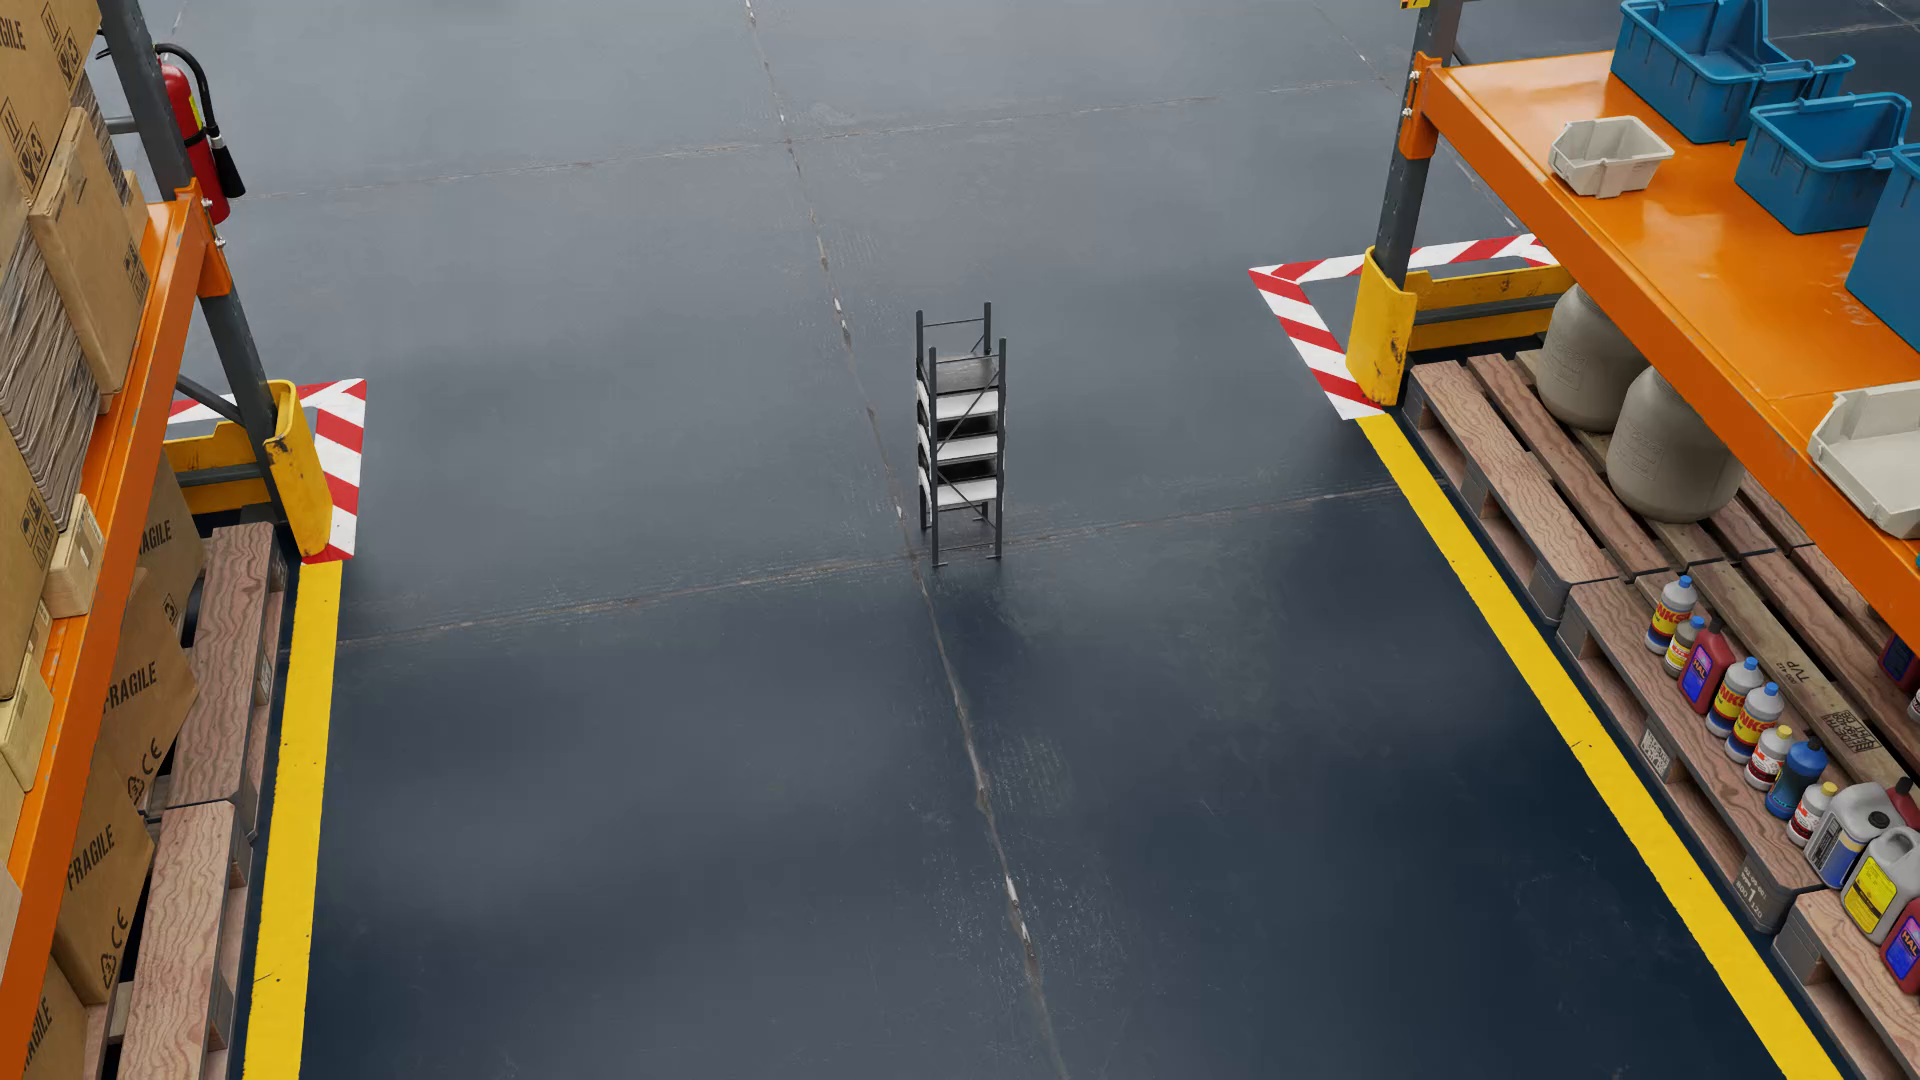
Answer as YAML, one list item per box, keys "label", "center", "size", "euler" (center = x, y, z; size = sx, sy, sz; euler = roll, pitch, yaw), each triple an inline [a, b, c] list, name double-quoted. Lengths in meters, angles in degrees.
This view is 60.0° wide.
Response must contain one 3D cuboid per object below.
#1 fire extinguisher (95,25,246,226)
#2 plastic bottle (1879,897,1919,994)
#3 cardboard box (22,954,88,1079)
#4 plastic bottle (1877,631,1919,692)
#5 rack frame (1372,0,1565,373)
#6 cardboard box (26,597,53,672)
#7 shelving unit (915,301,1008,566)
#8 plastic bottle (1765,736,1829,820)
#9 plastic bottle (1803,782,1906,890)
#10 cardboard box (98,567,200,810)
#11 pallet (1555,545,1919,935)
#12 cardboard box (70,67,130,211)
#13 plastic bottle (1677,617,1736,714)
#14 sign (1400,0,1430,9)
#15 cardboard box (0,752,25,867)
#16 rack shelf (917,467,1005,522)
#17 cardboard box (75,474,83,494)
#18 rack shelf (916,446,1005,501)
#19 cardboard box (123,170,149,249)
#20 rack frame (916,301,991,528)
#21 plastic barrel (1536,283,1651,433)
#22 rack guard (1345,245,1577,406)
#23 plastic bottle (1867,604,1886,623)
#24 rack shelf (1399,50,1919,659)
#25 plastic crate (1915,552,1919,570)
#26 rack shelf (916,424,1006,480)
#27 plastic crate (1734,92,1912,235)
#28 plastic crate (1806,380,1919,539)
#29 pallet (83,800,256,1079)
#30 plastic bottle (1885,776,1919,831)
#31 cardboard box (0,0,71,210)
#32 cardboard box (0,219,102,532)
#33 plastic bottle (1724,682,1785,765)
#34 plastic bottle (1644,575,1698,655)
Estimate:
- label: "fire extinguisher"
  center: [-2.365, -1.262, 4.971]
  size: [0.296, 0.674, 0.183]
  euler: [-8, 42, -9]
- label: "plastic bottle"
  center: [2.372, 0.983, 4.097]
  size: [0.061, 0.283, 0.133]
  euler: [-6, 42, -6]
- label: "cardboard box"
  center: [-2.316, 1.193, 3.713]
  size: [0.500, 0.500, 0.500]
  euler: [-12, 43, -13]
- label: "plastic bottle"
  center: [2.794, 0.301, 4.866]
  size: [0.061, 0.283, 0.133]
  euler: [-8, 42, -9]
- label: "rack frame"
  center: [2.046, -1.861, 5.586]
  size: [1.000, 3.000, 0.127]
  euler: [-8, 42, -9]
- label: "cardboard box"
  center: [-2.115, 0.228, 3.423]
  size: [0.380, 0.149, 0.250]
  euler: [-8, 42, -9]
- label: "shelving unit"
  center: [0.002, -0.331, 5.445]
  size: [0.258, 0.900, 0.210]
  euler: [-8, 42, -9]
- label: "plastic bottle"
  center: [2.272, 0.634, 4.501]
  size: [0.097, 0.271, 0.097]
  euler: [0, 42, 0]
- label: "plastic bottle"
  center: [2.346, 0.771, 4.343]
  size: [0.152, 0.276, 0.135]
  euler: [-8, 42, -8]
- label: "cardboard box"
  center: [-2.509, 0.417, 4.588]
  size: [0.500, 0.500, 0.500]
  euler: [2, 42, 2]
- label: "pallet"
  center: [2.538, 0.541, 4.981]
  size: [1.003, 0.211, 1.213]
  euler: [-8, 42, -9]
- label: "cardboard box"
  center: [-2.698, -0.939, 4.249]
  size: [0.875, 0.500, 0.500]
  euler: [-8, 42, -9]
- label: "plastic bottle"
  center: [2.164, 0.360, 4.800]
  size: [0.061, 0.283, 0.133]
  euler: [-8, 42, -9]
- label: "sign"
  center: [1.508, -1.888, 5.409]
  size: [0.100, 0.325, 0.005]
  euler: [-8, 42, -9]
- label: "cardboard box"
  center: [-1.974, 0.547, 3.064]
  size: [0.380, 0.149, 0.250]
  euler: [-8, 42, -9]
- label: "rack shelf"
  center: [0.002, -0.172, 5.587]
  size: [0.258, 0.077, 0.200]
  euler: [-8, 42, -9]
- label: "cardboard box"
  center: [-2.241, -0.094, 3.785]
  size: [0.380, 0.149, 0.250]
  euler: [-8, 42, -9]
- label: "rack shelf"
  center: [0.002, -0.239, 5.527]
  size: [0.258, 0.077, 0.200]
  euler: [-8, 42, -9]
- label: "cardboard box"
  center: [-2.527, -0.902, 4.696]
  size: [0.380, 0.149, 0.250]
  euler: [-8, 42, -9]
- label: "rack frame"
  center: [-0.020, -0.397, 5.520]
  size: [0.240, 0.900, 0.006]
  euler: [-8, 42, -9]
- label: "plastic barrel"
  center: [2.263, -0.672, 5.805]
  size: [0.421, 0.512, 0.421]
  euler: [0, 42, 0]
- label: "rack guard"
  center: [2.108, -0.883, 6.368]
  size: [1.175, 0.500, 0.348]
  euler: [-8, 42, -9]
- label: "plastic bottle"
  center: [2.870, 0.149, 5.099]
  size: [0.097, 0.201, 0.097]
  euler: [0, 42, 0]
- label: "rack shelf"
  center: [2.478, -0.295, 4.365]
  size: [1.077, 0.370, 4.000]
  euler: [-8, 42, -9]
- label: "plastic crate"
  center: [2.405, 0.109, 3.479]
  size: [0.499, 0.251, 0.616]
  euler: [-8, 42, -9]
- label: "rack shelf"
  center: [0.002, -0.306, 5.467]
  size: [0.258, 0.077, 0.200]
  euler: [-8, 42, -9]
- label: "plastic crate"
  center: [2.581, -1.102, 4.843]
  size: [0.499, 0.251, 0.408]
  euler: [-8, 42, -9]
- label: "plastic crate"
  center: [2.311, -0.185, 3.898]
  size: [0.530, 0.136, 0.437]
  euler: [-8, 42, -9]
- label: "pallet"
  center: [-2.373, 1.262, 4.169]
  size: [1.003, 0.211, 1.213]
  euler: [-8, 42, -9]
- label: "plastic bottle"
  center: [2.450, 0.752, 4.358]
  size: [0.061, 0.283, 0.133]
  euler: [-8, 42, -9]
- label: "cardboard box"
  center: [-2.317, -1.029, 3.597]
  size: [0.500, 0.500, 0.500]
  euler: [-8, 42, -9]
- label: "cardboard box"
  center: [-2.408, -0.302, 3.531]
  size: [0.875, 0.500, 0.500]
  euler: [-8, 42, -9]
- label: "plastic bottle"
  center: [2.228, 0.502, 4.649]
  size: [0.097, 0.271, 0.097]
  euler: [0, 42, 0]
- label: "plastic bottle"
  center: [2.133, 0.215, 4.972]
  size: [0.097, 0.271, 0.097]
  euler: [0, 42, 0]
